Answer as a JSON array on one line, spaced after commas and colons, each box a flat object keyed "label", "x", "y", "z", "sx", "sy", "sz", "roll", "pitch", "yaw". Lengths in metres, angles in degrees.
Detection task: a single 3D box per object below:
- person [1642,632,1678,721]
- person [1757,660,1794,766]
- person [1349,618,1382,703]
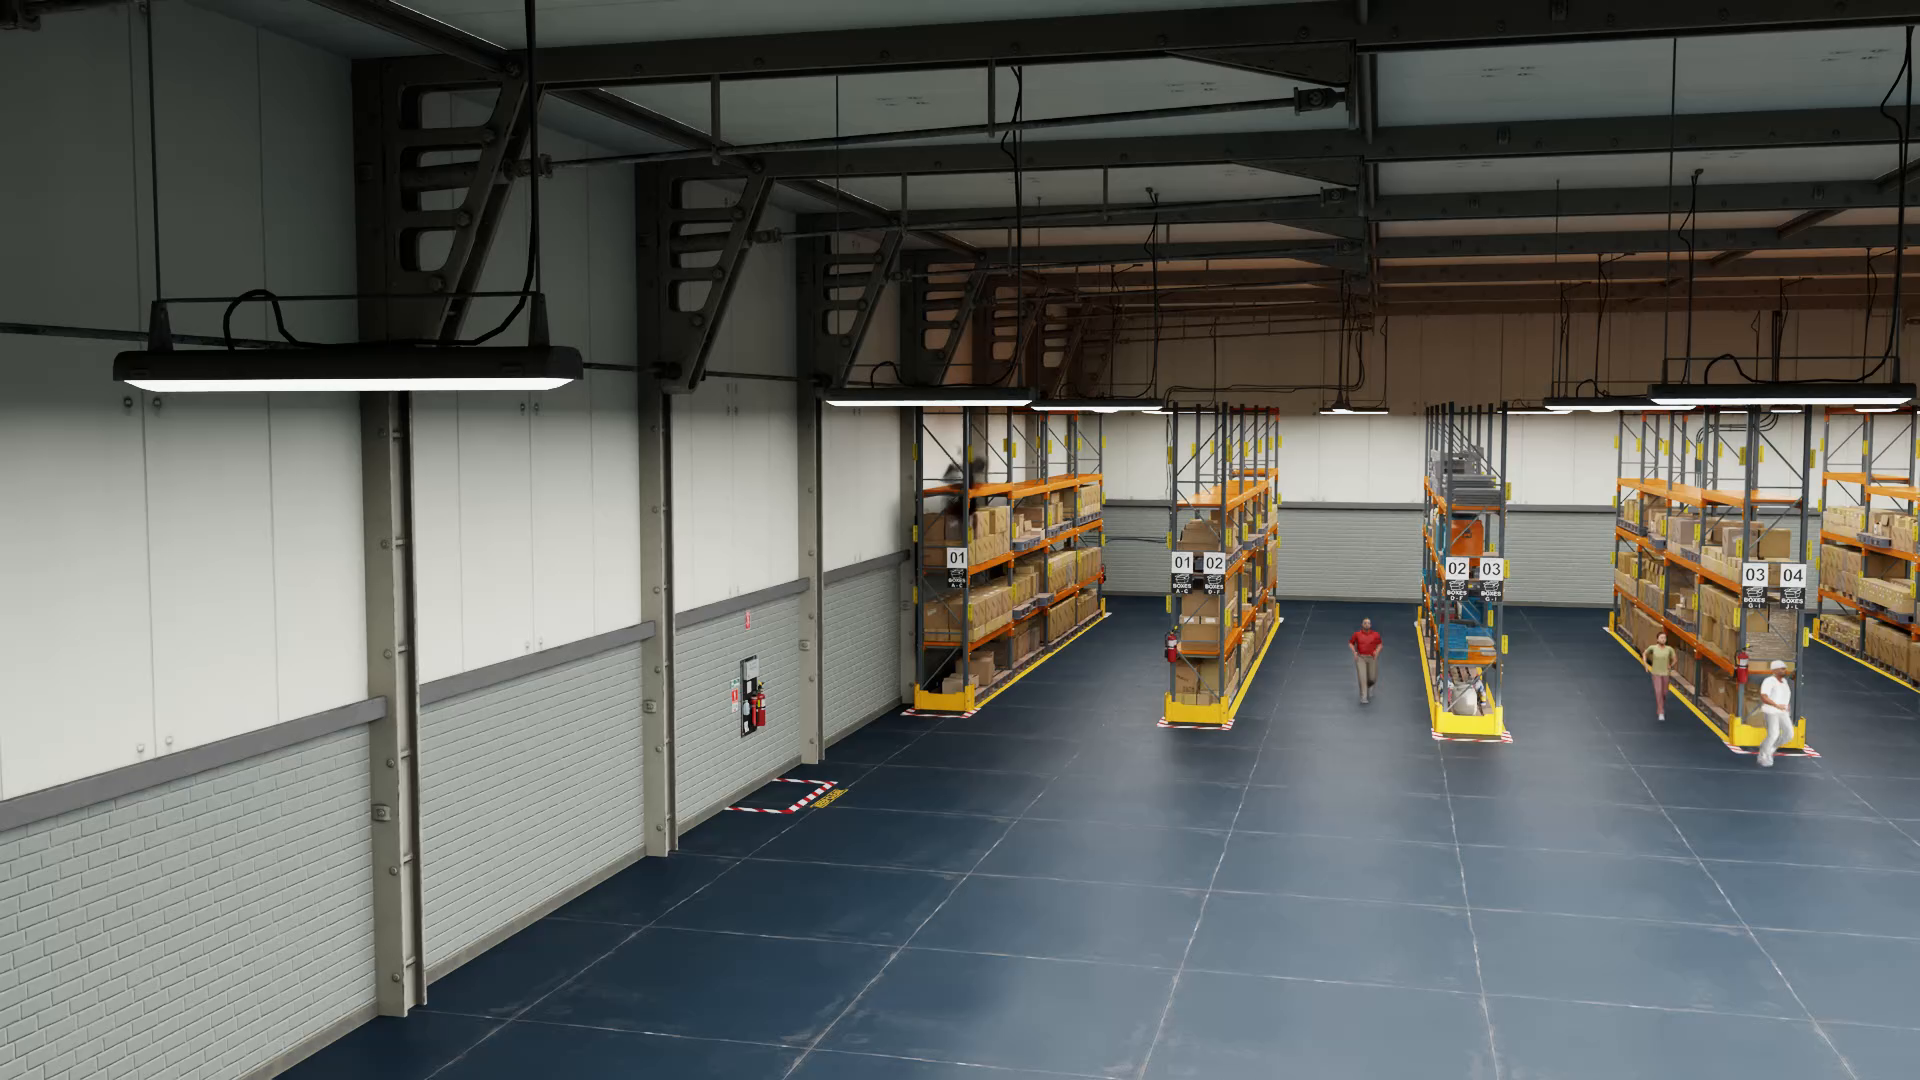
[{"label": "person", "x": 13.302, "y": 2.555, "z": 31.579, "sx": 0.605, "sy": 1.631, "sz": 1.003, "roll": 1, "pitch": 4, "yaw": 13}, {"label": "person", "x": 13.446, "y": 2.840, "z": 27.302, "sx": 0.746, "sy": 1.729, "sz": 0.595, "roll": -2, "pitch": 5, "yaw": -29}, {"label": "person", "x": 8.161, "y": 2.411, "z": 33.461, "sx": 0.664, "sy": 1.674, "sz": 0.654, "roll": 1, "pitch": 4, "yaw": 7}]
